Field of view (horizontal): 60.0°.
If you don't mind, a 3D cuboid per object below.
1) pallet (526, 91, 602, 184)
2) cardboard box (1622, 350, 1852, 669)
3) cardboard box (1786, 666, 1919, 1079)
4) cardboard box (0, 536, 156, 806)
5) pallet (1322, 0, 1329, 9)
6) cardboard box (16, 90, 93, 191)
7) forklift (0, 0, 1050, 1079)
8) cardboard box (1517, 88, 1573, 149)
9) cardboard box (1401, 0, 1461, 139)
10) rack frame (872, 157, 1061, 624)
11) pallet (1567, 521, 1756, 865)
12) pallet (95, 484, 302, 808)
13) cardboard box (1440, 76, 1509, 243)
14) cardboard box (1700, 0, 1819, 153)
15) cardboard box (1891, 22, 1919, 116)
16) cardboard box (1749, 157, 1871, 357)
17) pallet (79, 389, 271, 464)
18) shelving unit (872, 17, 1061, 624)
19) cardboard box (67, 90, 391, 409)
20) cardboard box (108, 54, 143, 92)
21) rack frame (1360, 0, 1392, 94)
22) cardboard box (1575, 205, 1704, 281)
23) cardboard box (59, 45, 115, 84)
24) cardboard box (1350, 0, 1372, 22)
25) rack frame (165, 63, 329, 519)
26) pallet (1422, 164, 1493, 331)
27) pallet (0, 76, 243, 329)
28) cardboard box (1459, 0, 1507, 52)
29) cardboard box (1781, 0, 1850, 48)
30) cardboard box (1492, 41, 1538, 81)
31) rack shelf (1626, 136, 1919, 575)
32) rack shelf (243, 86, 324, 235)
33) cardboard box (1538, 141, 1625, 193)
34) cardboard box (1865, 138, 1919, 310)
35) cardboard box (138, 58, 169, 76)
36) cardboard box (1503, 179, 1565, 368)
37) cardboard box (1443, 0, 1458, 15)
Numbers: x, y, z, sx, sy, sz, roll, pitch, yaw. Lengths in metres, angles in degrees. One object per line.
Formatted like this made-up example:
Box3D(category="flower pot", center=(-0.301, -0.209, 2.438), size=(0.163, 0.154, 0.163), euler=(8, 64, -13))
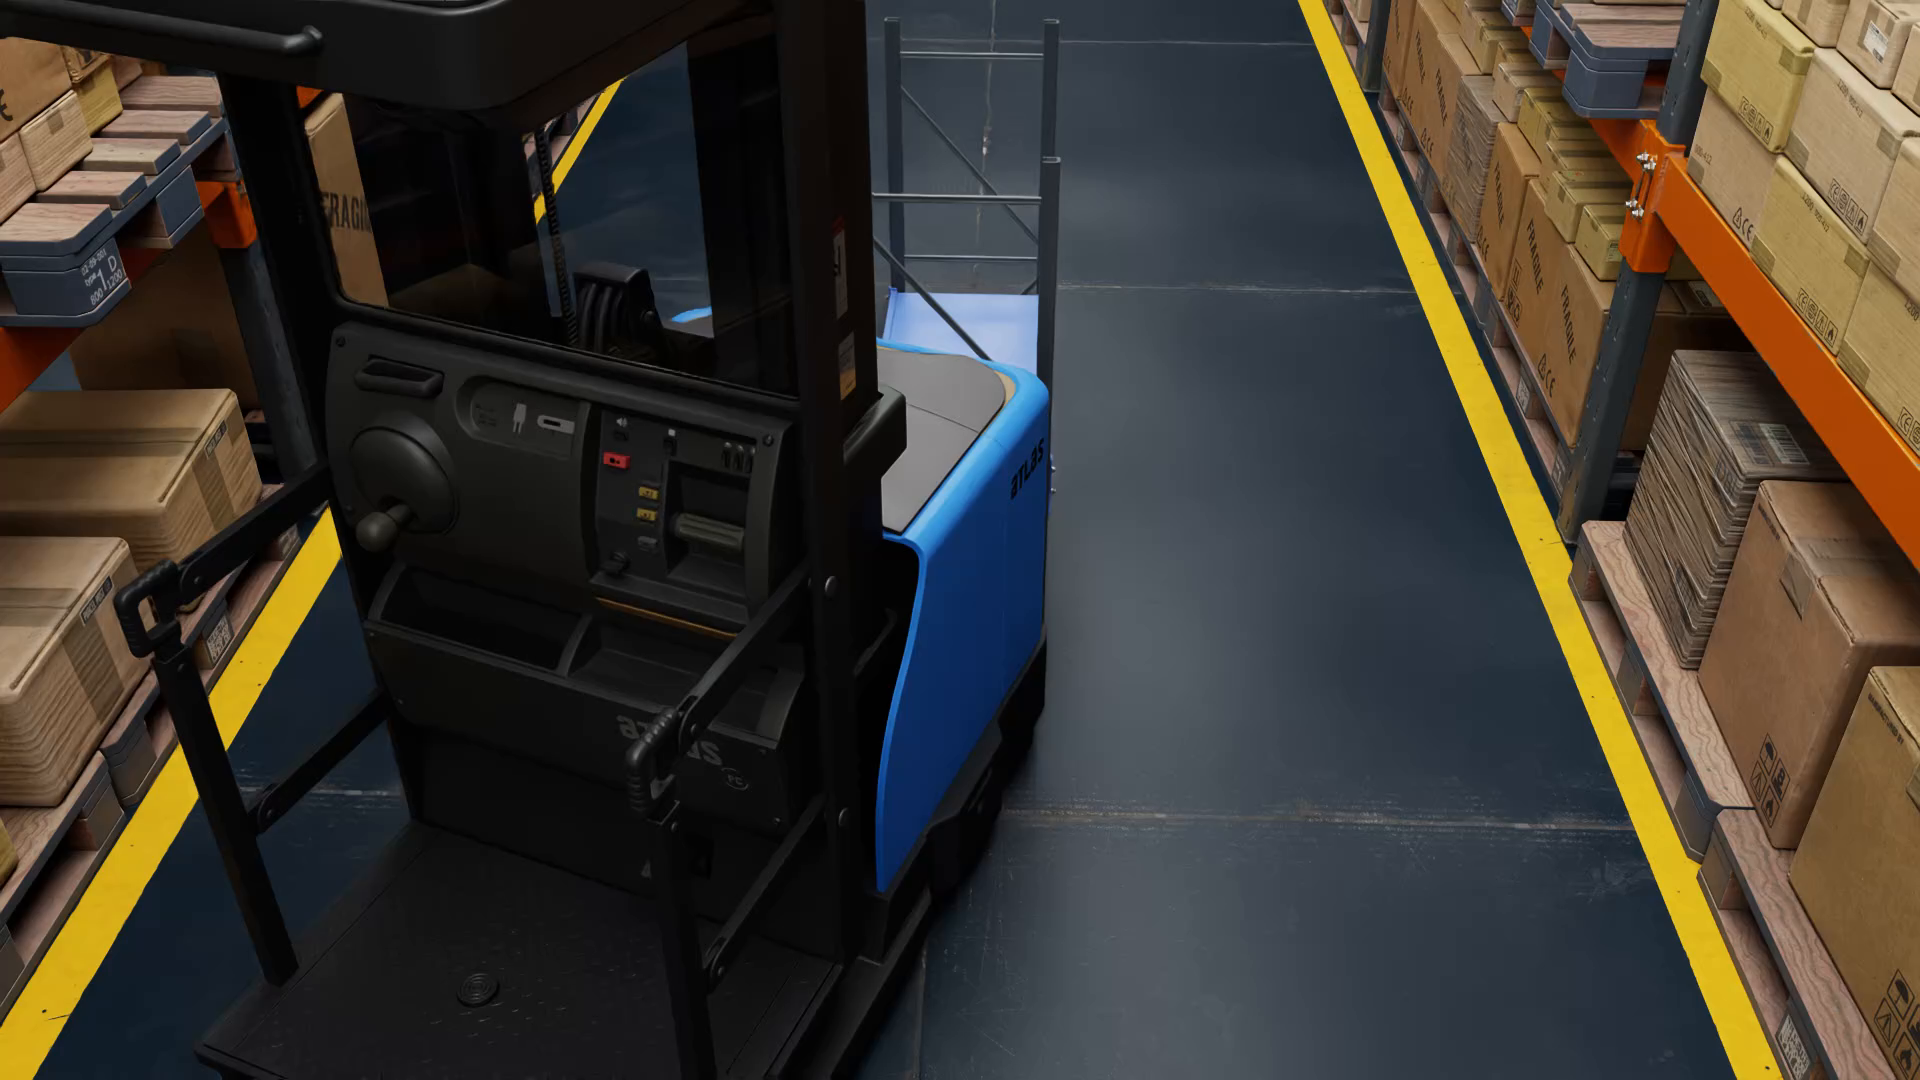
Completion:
Box3D(category="pallet", center=(-2.354, -2.055, 7.990), size=(1.003, 0.211, 1.213), euler=(1, 35, 2))
Box3D(category="cardboard box", center=(2.362, -0.072, 4.444), size=(0.875, 0.625, 0.625), euler=(2, 35, 3))
Box3D(category="cardboard box", center=(2.317, 0.690, 3.359), size=(0.875, 0.625, 0.625), euler=(0, 35, 0))
Box3D(category="cardboard box", center=(-2.613, 0.309, 4.121), size=(0.950, 0.372, 0.625), euler=(1, 35, 1))
Box3D(category="pallet", center=(2.637, -3.484, 10.025), size=(1.003, 0.211, 1.213), euler=(1, 35, 2))
Box3D(category="cardboard box", center=(-2.241, -0.916, 3.798), size=(0.380, 0.149, 0.250), euler=(1, 35, 1))
Box3D(category="forklift", center=(-0.813, -0.051, 2.774), size=(1.130, 2.935, 3.031), euler=(14, 37, 19))
Box3D(category="cardboard box", center=(2.268, -1.536, 6.071), size=(0.380, 0.149, 0.250), euler=(1, 35, 1))
Box3D(category="cardboard box", center=(2.306, -2.098, 7.436), size=(0.500, 0.500, 0.500), euler=(1, 35, 1))
Box3D(category="rack frame", center=(-0.012, -0.289, 4.357), size=(0.500, 1.500, 0.032), euler=(1, 35, 2))
Box3D(category="pallet", center=(2.329, 0.383, 4.521), size=(1.003, 0.211, 1.213), euler=(1, 35, 2))
Box3D(category="pallet", center=(-2.592, 0.247, 4.714), size=(1.003, 0.211, 1.213), euler=(1, 35, 2))
Box3D(category="cardboard box", center=(2.254, -1.514, 6.604), size=(0.500, 0.500, 0.500), euler=(0, 35, 0))
Box3D(category="cardboard box", center=(2.114, -1.124, 3.937), size=(0.500, 0.250, 0.500), euler=(1, 35, 2))
Box3D(category="cardboard box", center=(2.102, -0.908, 3.282), size=(0.380, 0.149, 0.250), euler=(2, 35, 2))
Box3D(category="cardboard box", center=(2.114, -0.630, 3.669), size=(0.500, 0.250, 0.500), euler=(1, 35, 1))
Box3D(category="pallet", center=(-2.452, -0.653, 5.995), size=(1.003, 0.211, 1.213), euler=(1, 35, 2))
Box3D(category="shelving unit", center=(0.011, -0.581, 4.772), size=(0.538, 1.500, 1.048), euler=(1, 35, 2))
Box3D(category="cardboard box", center=(-2.448, -1.040, 5.603), size=(0.875, 0.875, 0.875), euler=(1, 35, 1))
Box3D(category="cardboard box", center=(-2.337, -1.218, 4.227), size=(0.380, 0.149, 0.250), euler=(3, 35, 4))
Box3D(category="rack frame", center=(2.562, -3.528, 7.661), size=(1.000, 3.000, 0.127), euler=(1, 35, 2))
Box3D(category="cardboard box", center=(2.168, -0.934, 5.215), size=(0.380, 0.149, 0.250), euler=(0, 35, 0))
Box3D(category="cardboard box", center=(-2.299, -1.409, 3.936), size=(0.500, 0.500, 0.500), euler=(0, 35, 1))
Box3D(category="cardboard box", center=(2.291, -2.860, 8.825), size=(0.380, 0.149, 0.250), euler=(0, 35, 0))
Box3D(category="rack frame", center=(-2.559, -1.342, 4.551), size=(1.000, 3.000, 0.127), euler=(1, 35, 2))
Box3D(category="pallet", center=(2.521, -1.216, 6.797), size=(1.003, 0.211, 1.213), euler=(1, 35, 2))
Box3D(category="pallet", center=(-2.481, -0.852, 4.020), size=(1.213, 0.211, 1.003), euler=(1, 35, 2))
Box3D(category="cardboard box", center=(2.304, -2.133, 6.922), size=(0.380, 0.149, 0.250), euler=(1, 35, 2))
Box3D(category="cardboard box", center=(2.085, -1.207, 3.707), size=(0.380, 0.149, 0.250), euler=(2, 35, 3))
Box3D(category="cardboard box", center=(2.310, -1.835, 6.497), size=(0.380, 0.149, 0.250), euler=(1, 35, 2))
Box3D(category="rack shelf", center=(2.321, 0.213, 2.963), size=(1.077, 0.370, 4.000), euler=(1, 35, 2))
Box3D(category="rack shelf", center=(-2.478, -2.197, 6.393), size=(1.077, 0.370, 4.000), euler=(1, 35, 2))
Box3D(category="cardboard box", center=(2.202, -1.242, 5.653), size=(0.380, 0.149, 0.250), euler=(0, 35, 0))
Box3D(category="cardboard box", center=(2.079, -0.536, 3.099), size=(0.500, 0.250, 0.500), euler=(0, 35, 1))
Box3D(category="cardboard box", center=(-2.288, -1.556, 4.986), size=(0.500, 0.250, 0.500), euler=(1, 35, 1))
Box3D(category="cardboard box", center=(2.234, -0.914, 5.751), size=(0.500, 0.500, 0.500), euler=(1, 35, 1))
Box3D(category="cardboard box", center=(2.349, -2.434, 7.349), size=(0.380, 0.149, 0.250), euler=(0, 35, -1))
